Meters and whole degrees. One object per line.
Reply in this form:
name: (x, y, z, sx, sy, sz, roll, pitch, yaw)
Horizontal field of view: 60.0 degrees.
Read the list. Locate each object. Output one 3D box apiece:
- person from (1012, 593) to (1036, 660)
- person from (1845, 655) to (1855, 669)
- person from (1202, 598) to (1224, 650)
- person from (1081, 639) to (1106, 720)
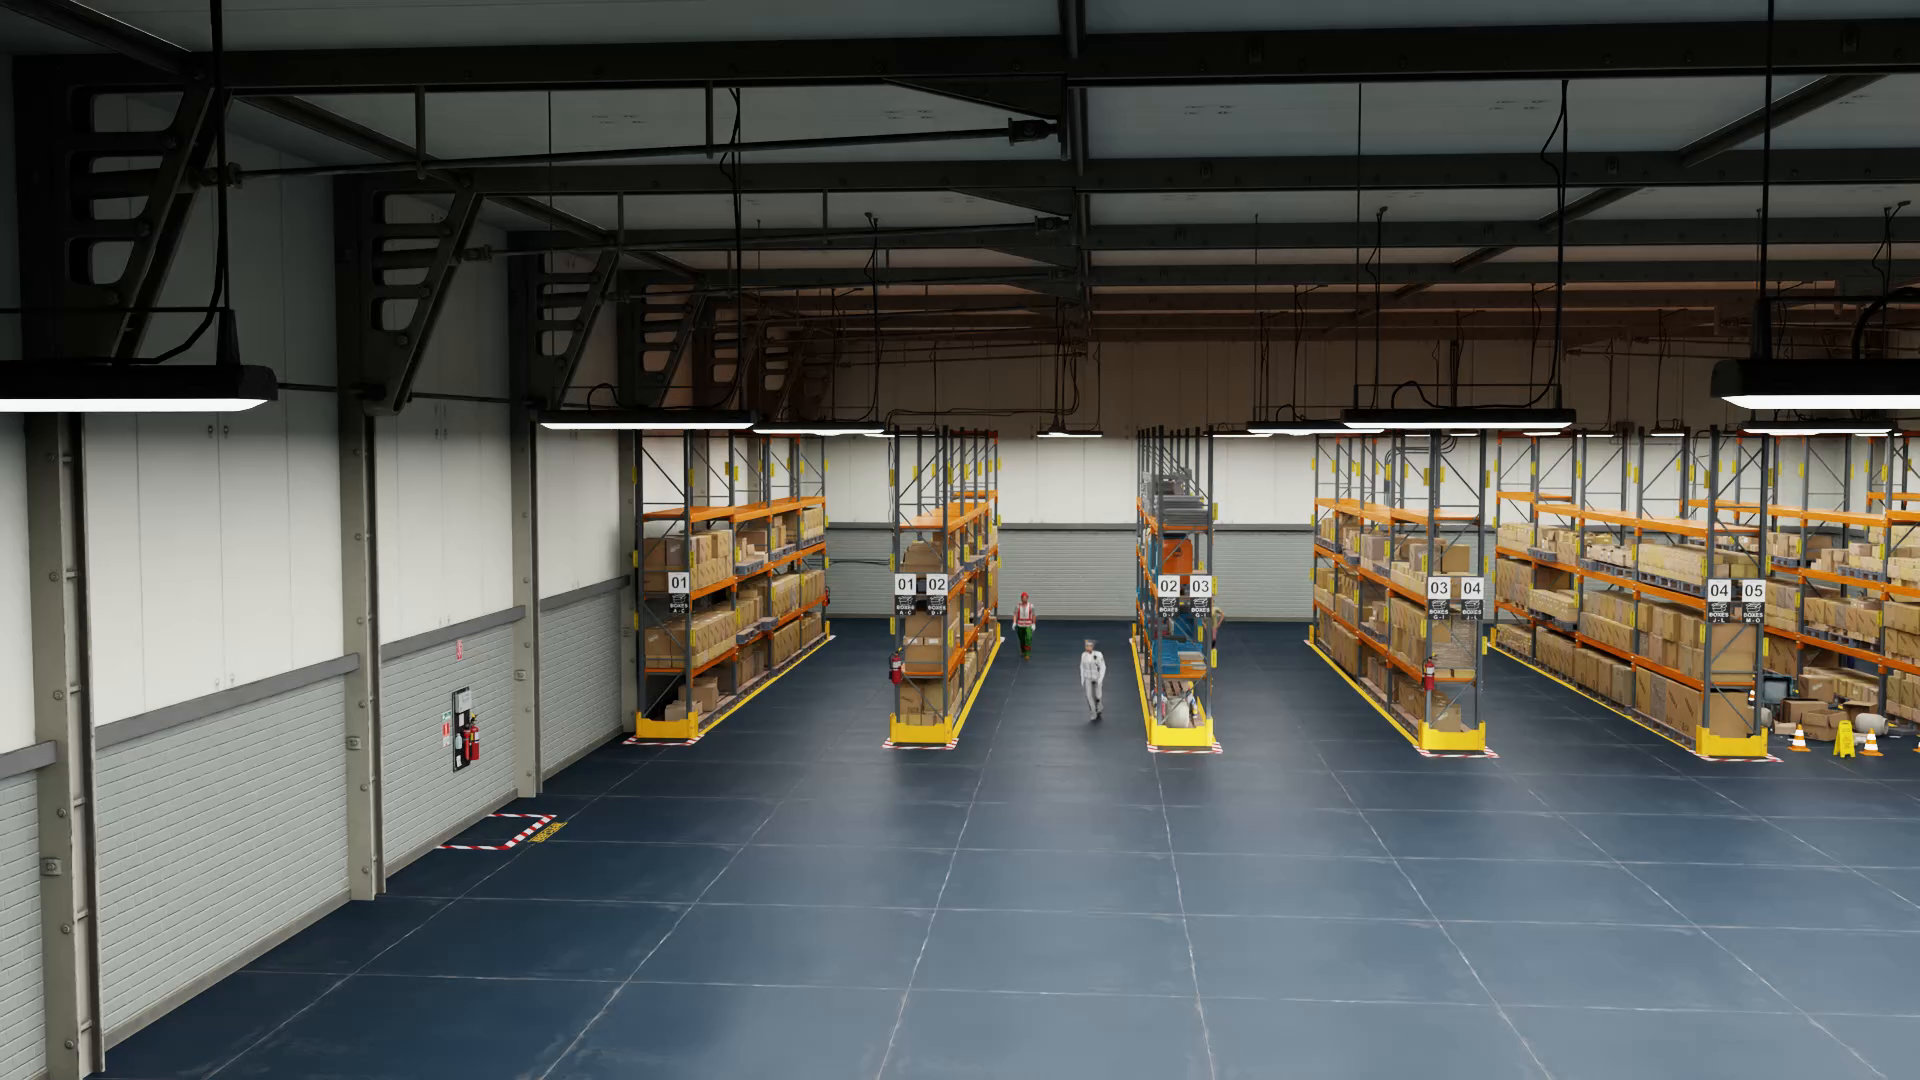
person: (1.670, 2.233, 43.272, 0.605, 1.722, 1.078, 0, 3, 4)
person: (21.870, 2.499, 41.012, 0.513, 1.572, 0.424, -1, 4, -17)
person: (6.657, 2.297, 43.898, 0.628, 1.583, 0.676, 1, 4, 13)
person: (2.743, 2.849, 34.274, 0.547, 1.646, 0.569, 1, 4, 16)
